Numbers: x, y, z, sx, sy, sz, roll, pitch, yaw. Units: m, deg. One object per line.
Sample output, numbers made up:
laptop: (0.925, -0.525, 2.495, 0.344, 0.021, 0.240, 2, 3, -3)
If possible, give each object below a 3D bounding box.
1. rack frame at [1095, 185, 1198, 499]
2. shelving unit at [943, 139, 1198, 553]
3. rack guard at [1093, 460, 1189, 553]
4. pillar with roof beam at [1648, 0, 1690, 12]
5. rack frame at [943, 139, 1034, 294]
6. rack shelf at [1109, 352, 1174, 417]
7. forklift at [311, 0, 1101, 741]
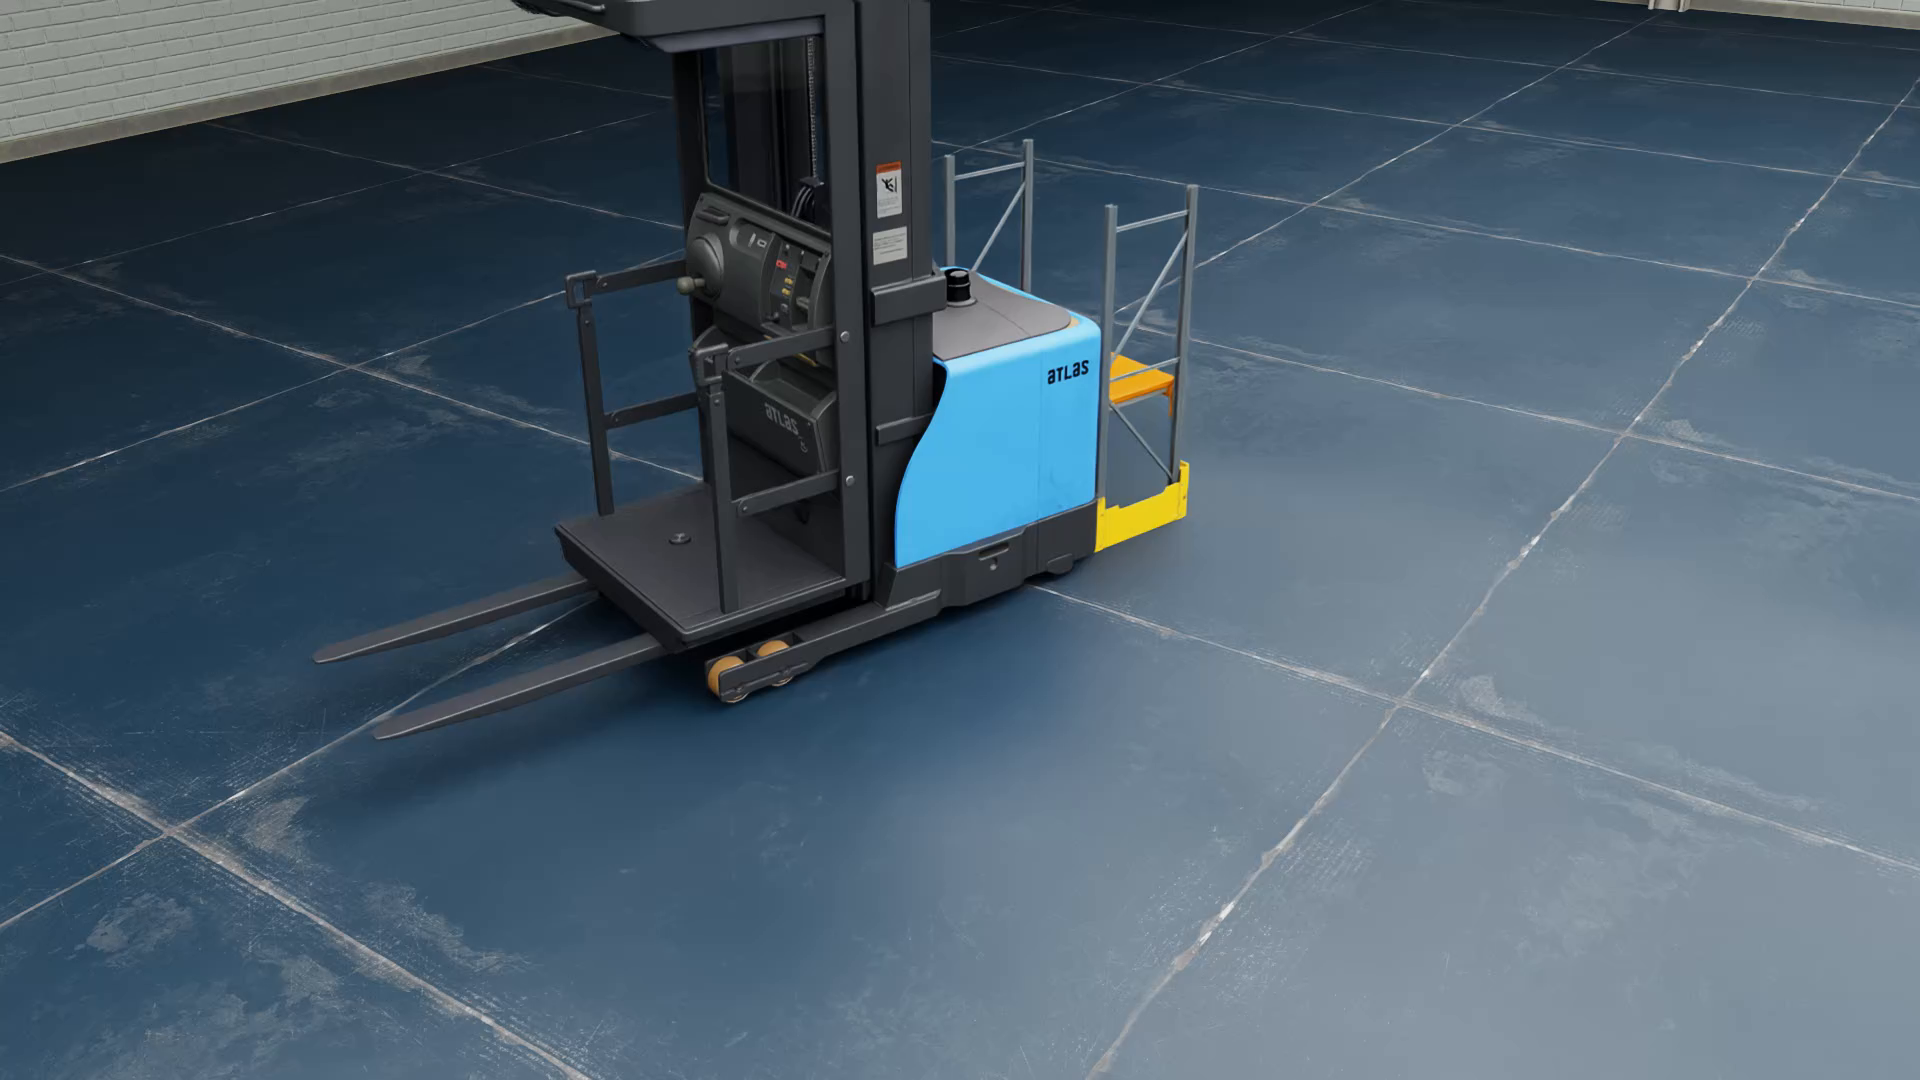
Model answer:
rack frame: (0.769, -0.708, 6.988, 0.500, 1.500, 0.032, -20, 33, -34)
shelving unit: (0.454, -0.884, 7.333, 0.587, 1.500, 1.083, -20, 33, -34)
rack guard: (0.768, -0.152, 7.272, 0.587, 0.250, 0.087, -20, 33, -34)
pillar with roof beam: (5.863, -8.625, 14.277, 0.400, 9.000, 9.100, 17, 32, 30)
rack frame: (0.128, -1.066, 7.691, 0.500, 1.500, 0.032, -20, 33, -34)
rack shelf: (0.449, -0.727, 7.421, 0.538, 0.185, 1.000, -20, 33, -34)
forklift: (-0.909, -0.983, 5.949, 3.031, 2.935, 1.130, -19, 32, -32)
